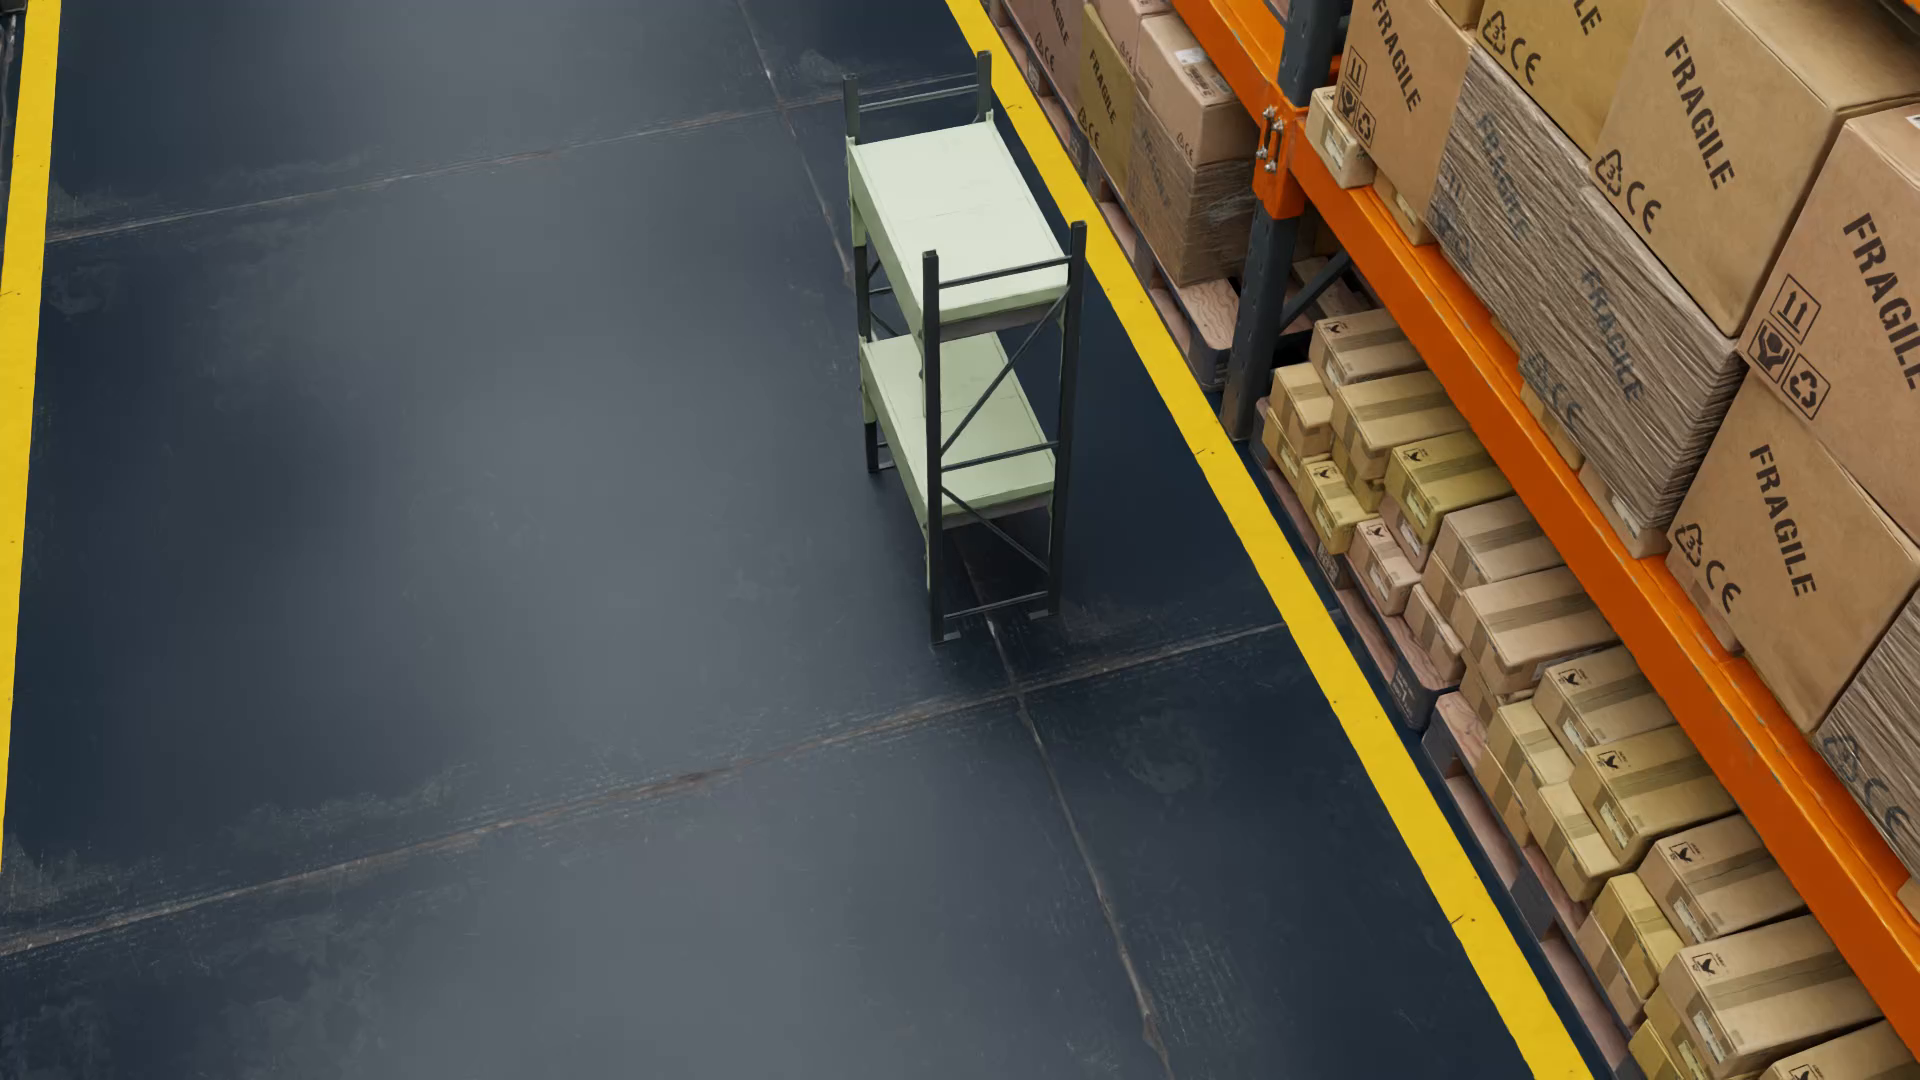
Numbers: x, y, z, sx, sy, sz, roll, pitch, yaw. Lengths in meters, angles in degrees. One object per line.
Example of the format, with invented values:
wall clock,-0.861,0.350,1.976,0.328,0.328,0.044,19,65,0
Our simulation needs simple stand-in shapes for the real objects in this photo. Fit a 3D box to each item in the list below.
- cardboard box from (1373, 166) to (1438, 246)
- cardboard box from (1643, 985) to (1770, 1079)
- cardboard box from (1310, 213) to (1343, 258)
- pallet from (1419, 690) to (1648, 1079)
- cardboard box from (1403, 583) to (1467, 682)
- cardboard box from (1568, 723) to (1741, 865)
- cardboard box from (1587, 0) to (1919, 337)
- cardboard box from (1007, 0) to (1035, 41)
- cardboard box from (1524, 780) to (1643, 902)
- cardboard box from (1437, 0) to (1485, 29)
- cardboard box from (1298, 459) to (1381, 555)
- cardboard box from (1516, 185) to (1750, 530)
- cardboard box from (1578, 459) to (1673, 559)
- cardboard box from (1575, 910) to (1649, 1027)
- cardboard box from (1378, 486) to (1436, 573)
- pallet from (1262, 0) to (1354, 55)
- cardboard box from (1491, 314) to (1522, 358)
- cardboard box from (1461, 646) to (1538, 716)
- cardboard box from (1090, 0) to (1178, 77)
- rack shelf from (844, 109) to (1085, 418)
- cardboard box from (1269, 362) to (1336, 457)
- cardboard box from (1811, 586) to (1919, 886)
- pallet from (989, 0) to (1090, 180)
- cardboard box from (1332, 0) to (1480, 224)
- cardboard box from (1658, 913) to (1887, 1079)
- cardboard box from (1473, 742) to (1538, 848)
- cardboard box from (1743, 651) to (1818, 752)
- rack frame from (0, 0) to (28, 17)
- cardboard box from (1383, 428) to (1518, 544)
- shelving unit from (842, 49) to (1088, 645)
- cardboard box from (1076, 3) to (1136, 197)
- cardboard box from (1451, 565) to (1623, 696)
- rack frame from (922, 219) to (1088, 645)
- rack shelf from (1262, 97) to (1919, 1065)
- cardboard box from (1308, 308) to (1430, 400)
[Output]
cardboard box,1.284,-0.910,4.220,0.380,0.149,0.250,-12,51,-10
cardboard box,1.799,1.090,3.765,0.380,0.149,0.250,-13,51,-10
cardboard box,1.401,-1.373,5.806,0.500,0.500,0.500,-12,51,-10
pallet,1.963,0.830,4.412,1.003,0.211,1.213,-13,51,-11
cardboard box,1.491,0.217,4.695,0.380,0.149,0.250,-14,51,-12
cardboard box,1.707,0.594,3.988,0.380,0.149,0.250,-13,51,-11
cardboard box,1.554,-0.759,3.014,0.500,0.500,0.500,-13,51,-10
cardboard box,0.457,-2.380,6.655,0.500,0.500,0.500,-14,51,-12
cardboard box,1.633,0.704,4.090,0.380,0.149,0.250,-13,51,-11
cardboard box,1.266,-1.509,3.647,0.500,0.500,0.500,-12,51,-10
cardboard box,1.245,-0.127,4.985,0.380,0.149,0.250,-12,51,-10
cardboard box,1.539,-0.417,3.380,0.500,0.500,0.500,-14,51,-12
cardboard box,1.573,-0.131,3.563,0.380,0.149,0.250,-11,51,-9
cardboard box,1.743,0.993,4.041,0.380,0.149,0.250,-12,51,-10
cardboard box,1.434,-0.085,4.755,0.380,0.149,0.250,-14,51,-11
pallet,1.279,-1.973,5.077,1.003,0.211,1.213,-13,51,-11
cardboard box,1.488,-0.527,3.897,0.380,0.149,0.250,-15,52,-13
cardboard box,1.570,0.319,4.414,0.380,0.149,0.250,-11,51,-9
cardboard box,0.765,-1.880,5.743,0.500,0.250,0.500,-11,51,-9
rack shelf,-0.002,-0.740,4.382,0.431,0.370,0.720,-13,51,-11
cardboard box,1.167,-0.419,5.037,0.380,0.149,0.250,-11,51,-9
cardboard box,1.863,0.334,2.746,0.500,0.500,0.500,-13,51,-11
pallet,0.770,-2.006,6.803,1.003,0.211,1.213,-13,51,-11
cardboard box,1.271,-1.153,4.000,0.500,0.500,0.500,-14,51,-12
cardboard box,1.784,0.996,3.649,0.380,0.149,0.250,-12,51,-10
cardboard box,1.589,0.617,4.358,0.380,0.149,0.250,-15,51,-12
cardboard box,1.791,0.234,3.255,0.380,0.149,0.250,-13,51,-10
rack frame,-4.516,-3.172,5.962,1.000,3.000,0.127,-13,51,-11
cardboard box,1.416,-0.165,4.628,0.380,0.149,0.250,-14,51,-11
shelving unit,-0.002,-0.488,4.681,0.431,1.500,0.755,-13,51,-11
cardboard box,0.755,-1.632,6.024,0.500,0.500,0.500,-14,51,-12
cardboard box,1.513,0.224,4.300,0.380,0.149,0.250,-12,51,-10
rack frame,0.106,-0.221,4.455,0.400,1.500,0.023,-13,51,-11
rack shelf,1.957,0.249,3.549,1.077,0.370,4.000,-13,51,-11
cardboard box,1.270,-0.553,4.956,0.380,0.149,0.250,-11,51,-9
